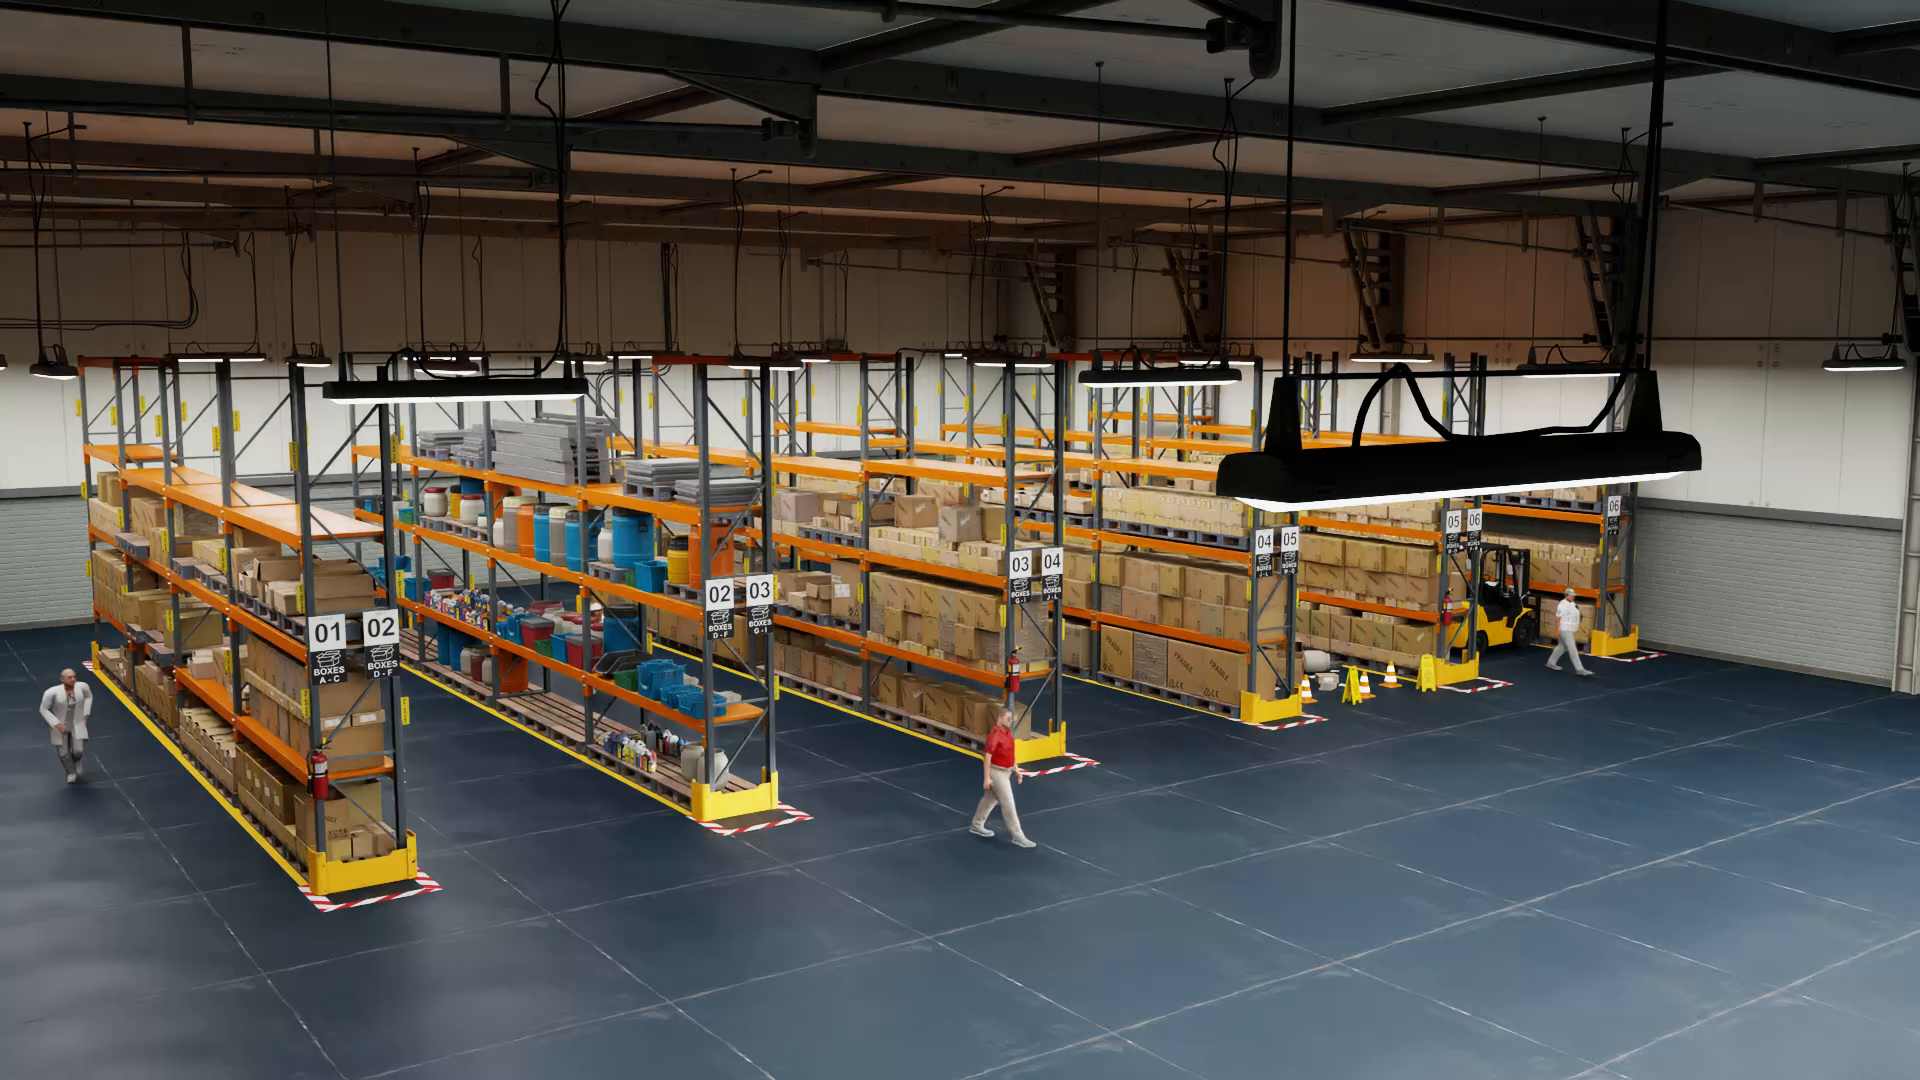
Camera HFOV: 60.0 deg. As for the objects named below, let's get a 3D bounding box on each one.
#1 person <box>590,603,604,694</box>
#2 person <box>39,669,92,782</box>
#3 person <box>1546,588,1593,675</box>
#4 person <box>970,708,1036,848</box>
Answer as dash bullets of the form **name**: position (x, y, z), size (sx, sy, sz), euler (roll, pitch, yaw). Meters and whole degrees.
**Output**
- **person**: position (-6.496, 1.926, 29.518), size (0.690, 1.684, 0.643), euler (-4, 8, -29)
- **person**: position (-12.715, 2.639, 23.688), size (0.674, 1.684, 0.671), euler (-4, 8, -28)
- **person**: position (11.546, 1.708, 31.398), size (0.502, 1.607, 0.988), euler (-6, 9, -43)
- **person**: position (0.551, 2.945, 20.897), size (0.946, 1.681, 0.571), euler (2, 7, 16)
